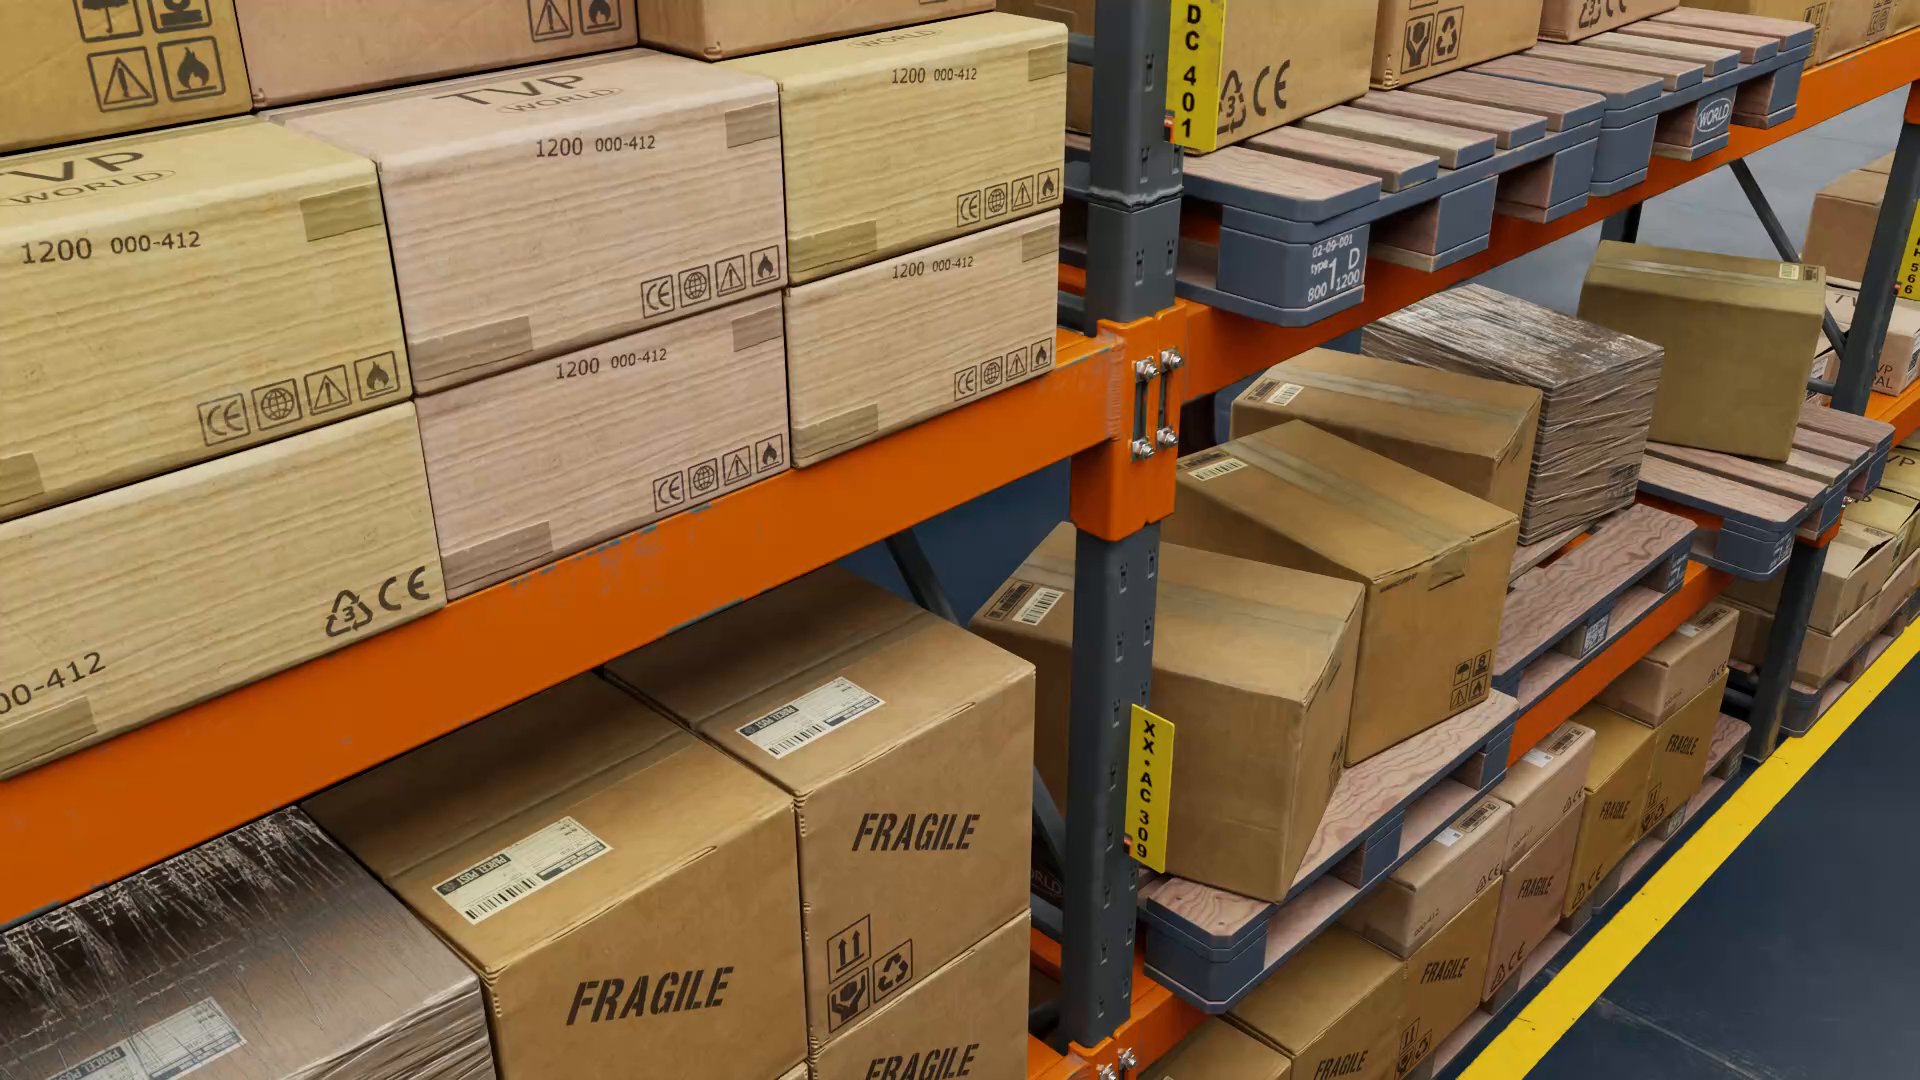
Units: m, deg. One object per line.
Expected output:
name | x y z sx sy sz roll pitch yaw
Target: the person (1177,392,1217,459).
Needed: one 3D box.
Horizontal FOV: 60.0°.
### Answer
person | 0.841 -0.423 6.964 0.392 1.786 0.563 -24 36 -38
